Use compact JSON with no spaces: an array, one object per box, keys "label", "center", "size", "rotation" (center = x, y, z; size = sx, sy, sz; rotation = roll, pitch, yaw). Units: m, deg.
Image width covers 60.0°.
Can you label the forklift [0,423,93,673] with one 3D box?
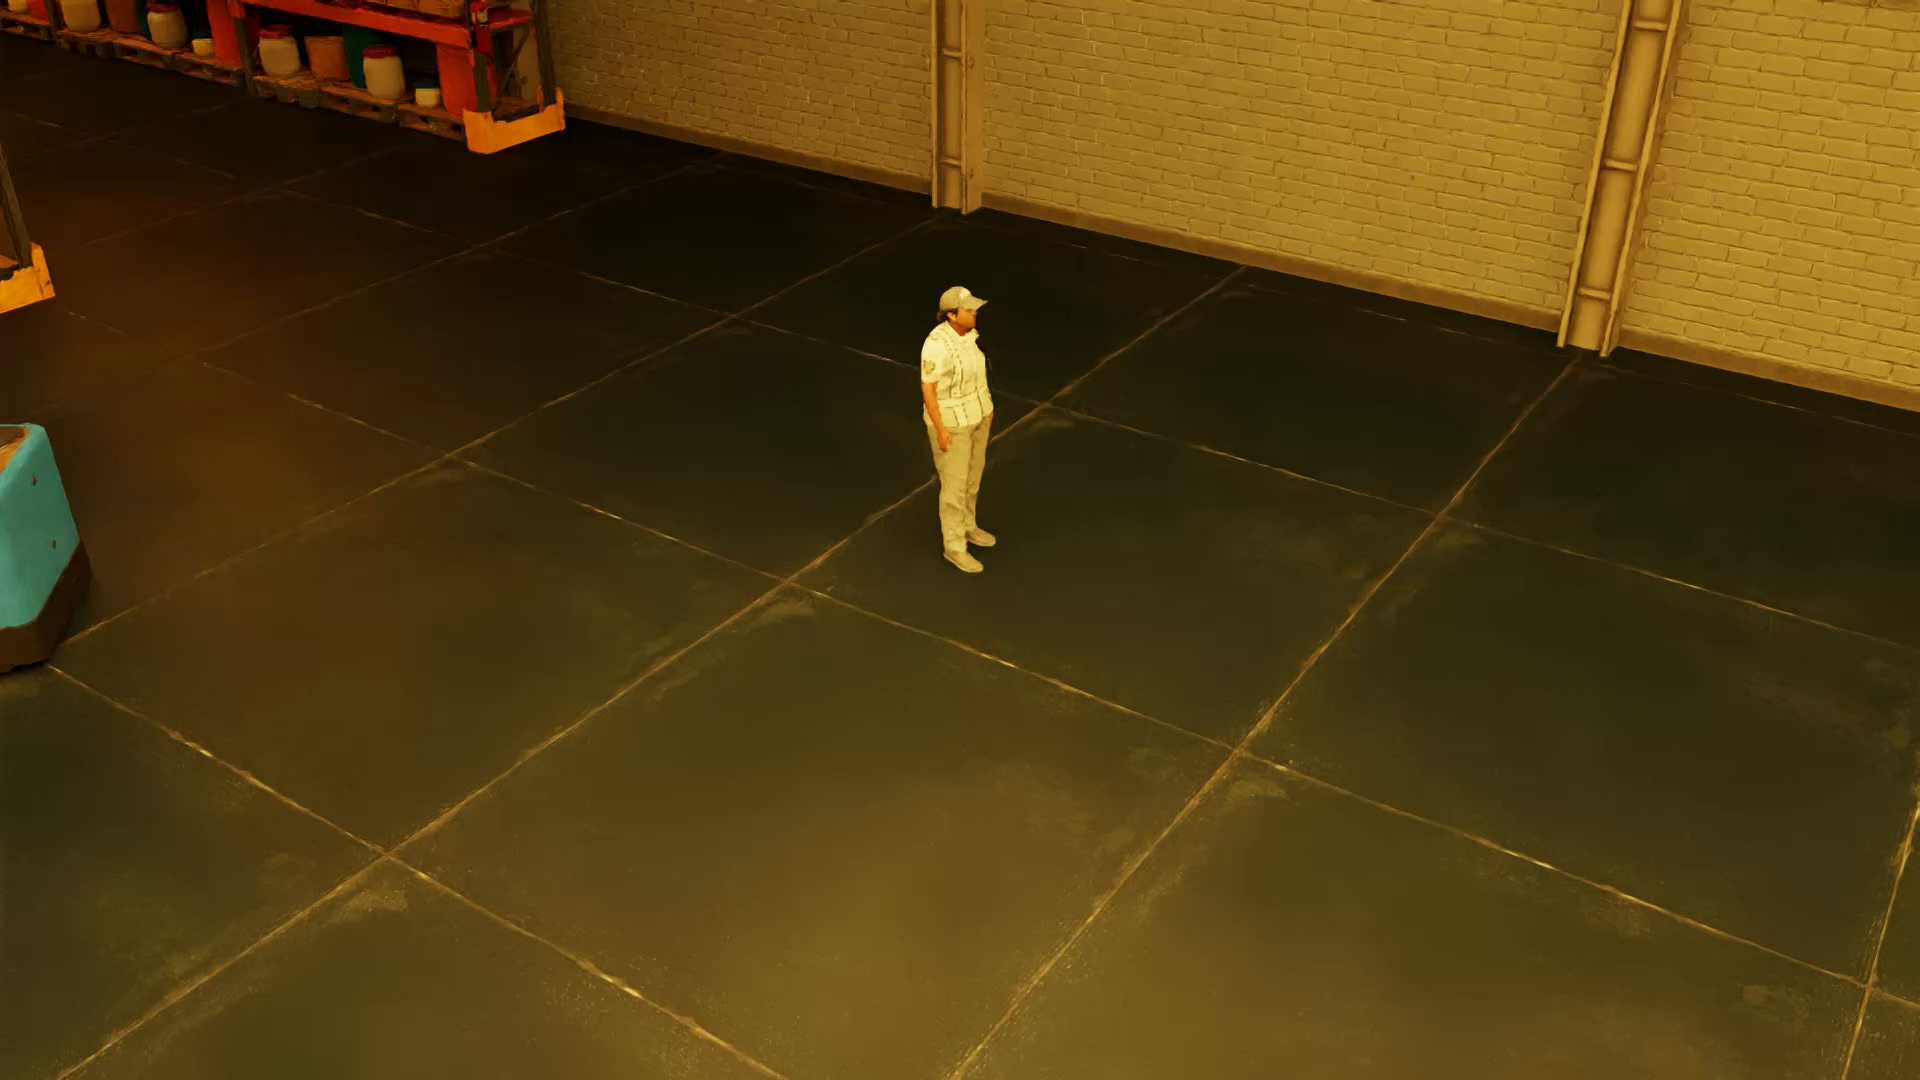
[{"label":"forklift","center":[-6.634,-0.654,8.708],"size":[3.031,2.935,1.130],"rotation":[-5,31,-9]}]

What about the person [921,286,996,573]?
[{"label":"person","center":[0.051,-0.696,10.025],"size":[0.529,1.669,0.598],"rotation":[19,35,29]}]
